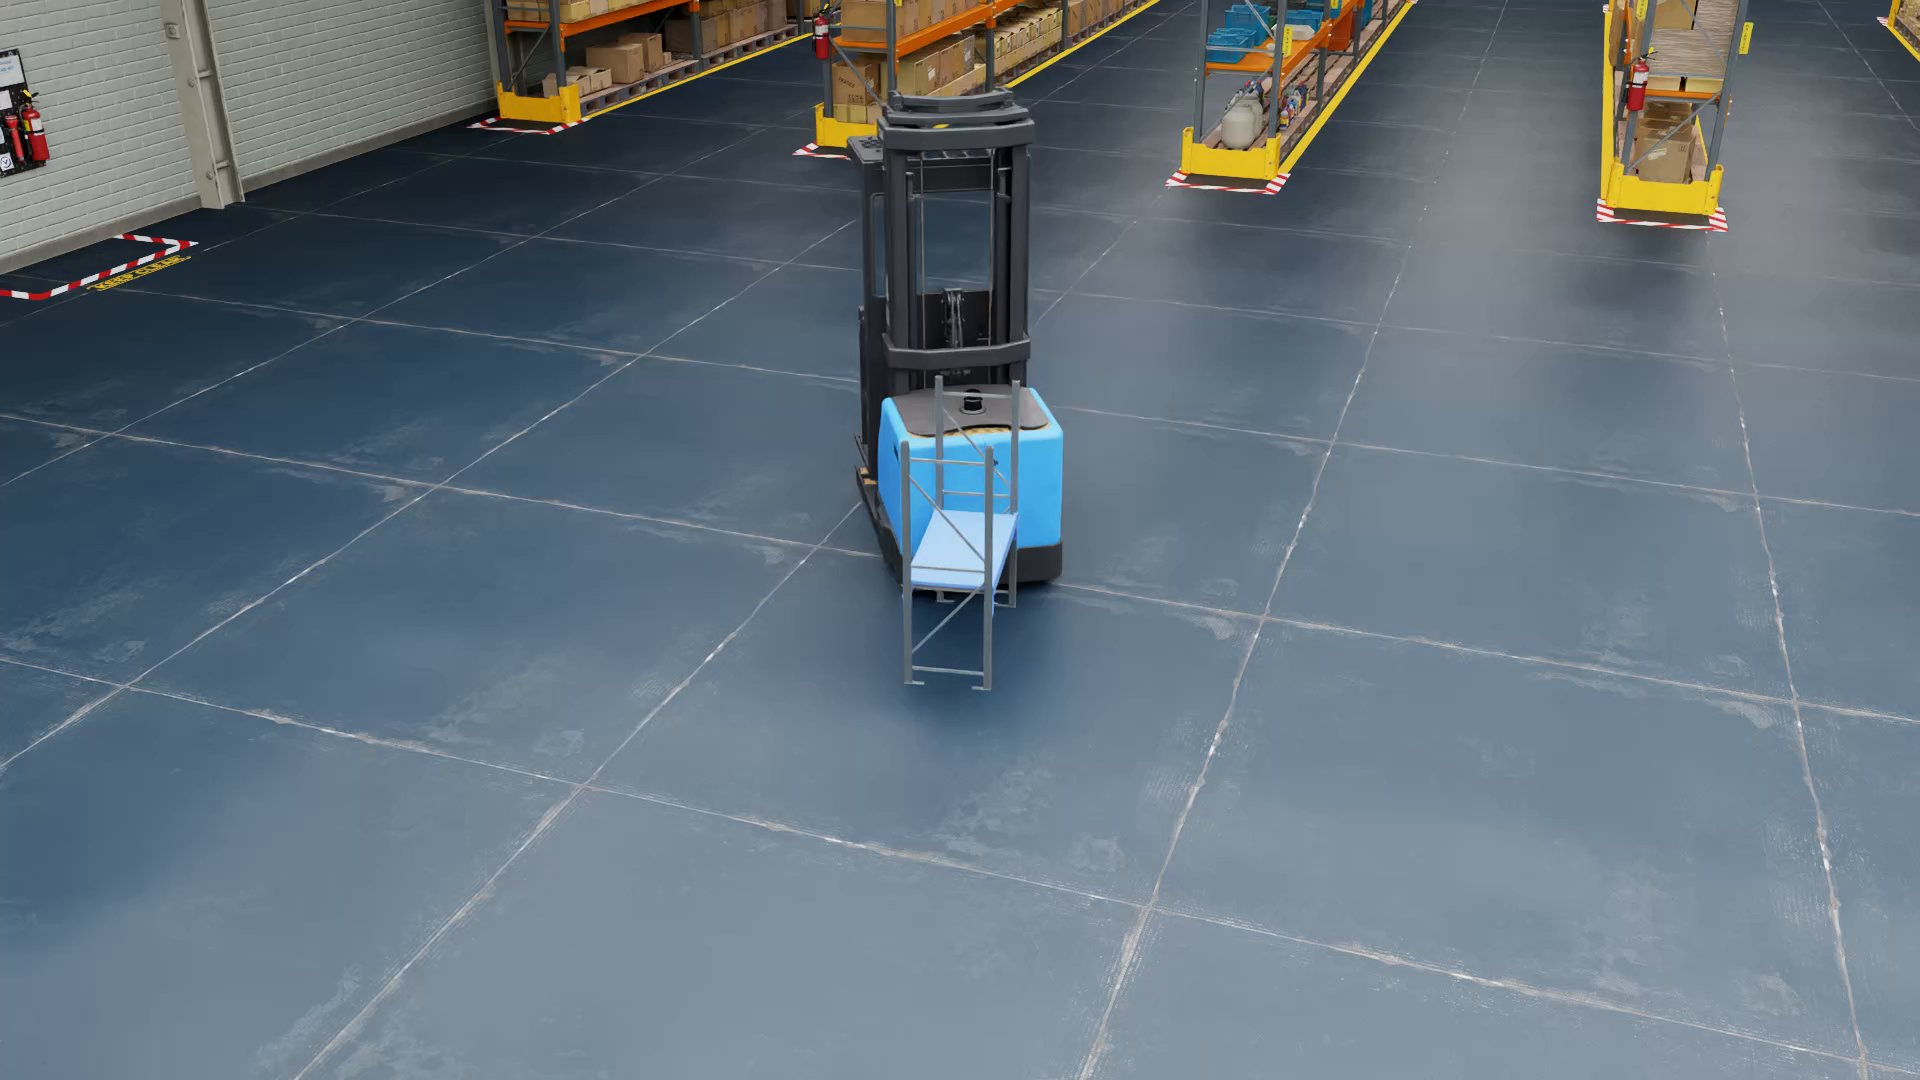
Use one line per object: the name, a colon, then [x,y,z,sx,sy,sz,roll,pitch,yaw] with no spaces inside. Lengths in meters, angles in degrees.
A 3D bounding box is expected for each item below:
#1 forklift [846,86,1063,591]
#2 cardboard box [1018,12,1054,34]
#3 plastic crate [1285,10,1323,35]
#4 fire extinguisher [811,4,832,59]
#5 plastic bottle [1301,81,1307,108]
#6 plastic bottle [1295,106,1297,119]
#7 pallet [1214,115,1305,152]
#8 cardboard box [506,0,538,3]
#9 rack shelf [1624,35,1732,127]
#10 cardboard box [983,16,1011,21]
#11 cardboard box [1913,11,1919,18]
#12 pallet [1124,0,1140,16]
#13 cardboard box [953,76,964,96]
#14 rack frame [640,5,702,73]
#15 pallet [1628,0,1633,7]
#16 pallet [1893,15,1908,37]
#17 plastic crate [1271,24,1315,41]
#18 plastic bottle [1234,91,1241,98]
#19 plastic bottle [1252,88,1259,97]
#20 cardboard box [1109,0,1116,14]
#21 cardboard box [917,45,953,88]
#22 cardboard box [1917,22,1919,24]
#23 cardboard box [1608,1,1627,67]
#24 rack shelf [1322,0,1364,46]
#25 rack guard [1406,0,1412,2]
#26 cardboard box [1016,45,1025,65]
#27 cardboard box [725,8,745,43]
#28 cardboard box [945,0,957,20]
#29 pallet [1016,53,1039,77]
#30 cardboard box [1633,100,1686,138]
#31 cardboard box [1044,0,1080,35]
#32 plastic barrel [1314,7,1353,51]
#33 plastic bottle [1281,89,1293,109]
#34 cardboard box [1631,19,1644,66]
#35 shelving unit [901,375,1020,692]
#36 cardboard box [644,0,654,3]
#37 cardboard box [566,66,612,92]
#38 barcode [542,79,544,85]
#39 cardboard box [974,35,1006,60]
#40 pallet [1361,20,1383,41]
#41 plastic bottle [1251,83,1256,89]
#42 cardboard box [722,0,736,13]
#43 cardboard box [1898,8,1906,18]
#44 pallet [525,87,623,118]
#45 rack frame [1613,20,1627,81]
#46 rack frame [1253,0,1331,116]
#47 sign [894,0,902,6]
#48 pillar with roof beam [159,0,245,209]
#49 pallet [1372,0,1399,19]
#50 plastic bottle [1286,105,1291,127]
forklift: [-0.140,-1.615,11.222,1.130,2.935,3.031,-5,26,-10]
cardboard box: [1.245,-8.614,27.629,0.500,0.311,0.500,8,27,17]
plastic crate: [4.581,-6.951,22.335,0.499,0.251,0.616,9,27,17]
fire extinguisher: [-1.785,-6.572,21.470,0.296,0.674,0.183,9,27,17]
plastic bottle: [4.750,-6.211,23.171,0.144,0.351,0.185,8,27,16]
plastic bottle: [4.508,-5.814,22.522,0.097,0.201,0.097,0,26,0]
pallet: [4.026,-5.484,22.334,1.003,0.211,1.213,9,27,17]
cardboard box: [-6.024,-7.808,23.224,0.500,0.500,0.500,8,27,17]
rack shelf: [8.698,-5.648,20.299,1.077,0.370,4.000,9,27,17]
cardboard box: [0.564,-8.480,27.353,0.500,0.311,0.500,8,27,16]
cardboard box: [17.255,-9.396,29.662,0.380,0.149,0.250,7,27,15]
pallet: [2.915,-10.546,32.790,1.003,0.211,1.213,9,27,17]
cardboard box: [-0.253,-6.549,24.008,0.500,0.250,0.500,9,27,17]
rack frame: [-4.650,-8.949,26.290,1.000,3.000,0.127,9,27,17]
pallet: [10.558,-8.043,24.639,1.213,0.211,1.003,9,27,17]
pallet: [17.671,-9.349,30.317,1.003,0.211,1.213,9,27,17]
plastic crate: [4.391,-6.689,21.926,0.530,0.136,0.437,9,27,17]
plastic bottle: [3.767,-5.917,22.565,0.144,0.351,0.185,10,28,20]
plastic bottle: [4.099,-6.133,23.101,0.097,0.271,0.097,0,26,0]
cardboard box: [2.619,-10.146,31.127,0.500,0.500,0.500,9,27,18]
cardboard box: [-0.418,-6.681,23.420,0.500,0.500,0.500,9,27,17]
cardboard box: [16.973,-8.960,29.102,0.380,0.149,0.250,9,27,18]
cardboard box: [10.944,-7.951,26.185,1.225,0.875,0.875,7,27,15]
rack shelf: [5.358,-8.010,25.177,1.077,0.370,4.000,9,27,17]
rack guard: [8.682,-11.330,34.077,1.175,0.500,0.348,9,27,17]
cardboard box: [0.732,-7.736,26.459,0.500,0.250,0.500,8,27,16]
cardboard box: [-4.088,-8.750,28.243,0.700,0.500,0.500,9,27,18]
cardboard box: [-0.459,-7.670,23.535,0.700,0.500,0.500,9,27,18]
pallet: [0.636,-7.788,27.093,1.003,0.211,1.213,9,27,17]
cardboard box: [9.009,-5.463,21.477,0.500,0.500,0.500,19,32,34]
cardboard box: [1.775,-9.094,28.954,0.500,0.500,0.500,10,28,20]
plastic barrel: [6.171,-8.571,27.520,0.600,0.830,0.708,9,27,17]
plastic bottle: [4.538,-6.110,23.048,0.152,0.276,0.135,9,27,17]
cardboard box: [8.295,-5.774,19.277,0.875,0.500,0.500,9,27,17]
shelving unit: [0.017,-0.054,9.640,0.538,1.500,1.048,4,26,9]
cardboard box: [-4.848,-8.239,24.974,0.500,0.250,0.500,9,27,17]
cardboard box: [-5.476,-6.798,24.429,0.500,0.311,0.500,11,28,22]
barcode: [-6.037,-6.634,24.079,0.001,0.075,0.075,9,27,17]
cardboard box: [0.395,-7.569,25.471,0.500,0.311,0.500,9,27,18]
pallet: [7.059,-9.233,30.078,1.003,0.211,1.213,9,27,17]
plastic bottle: [4.092,-6.280,23.399,0.152,0.276,0.135,10,27,19]
cardboard box: [-4.107,-9.060,28.023,0.500,0.250,0.500,8,27,16]
cardboard box: [17.524,-9.701,30.634,0.380,0.149,0.250,9,27,18]
pallet: [-5.652,-6.410,24.246,1.003,0.211,1.213,9,27,17]
rack frame: [10.695,-8.437,25.234,1.000,3.000,0.127,9,27,17]
rack frame: [4.693,-7.512,23.323,1.000,3.000,0.127,9,27,17]
sign: [-0.787,-6.930,21.037,0.100,0.325,0.005,9,27,17]
pillar with roof beam: [-4.500,-7.328,16.059,9.100,9.000,0.400,9,27,17]
pallet: [7.967,-10.355,32.395,1.003,0.211,1.213,9,27,17]
plastic bottle: [4.352,-5.634,22.056,0.061,0.283,0.133,9,27,18]
